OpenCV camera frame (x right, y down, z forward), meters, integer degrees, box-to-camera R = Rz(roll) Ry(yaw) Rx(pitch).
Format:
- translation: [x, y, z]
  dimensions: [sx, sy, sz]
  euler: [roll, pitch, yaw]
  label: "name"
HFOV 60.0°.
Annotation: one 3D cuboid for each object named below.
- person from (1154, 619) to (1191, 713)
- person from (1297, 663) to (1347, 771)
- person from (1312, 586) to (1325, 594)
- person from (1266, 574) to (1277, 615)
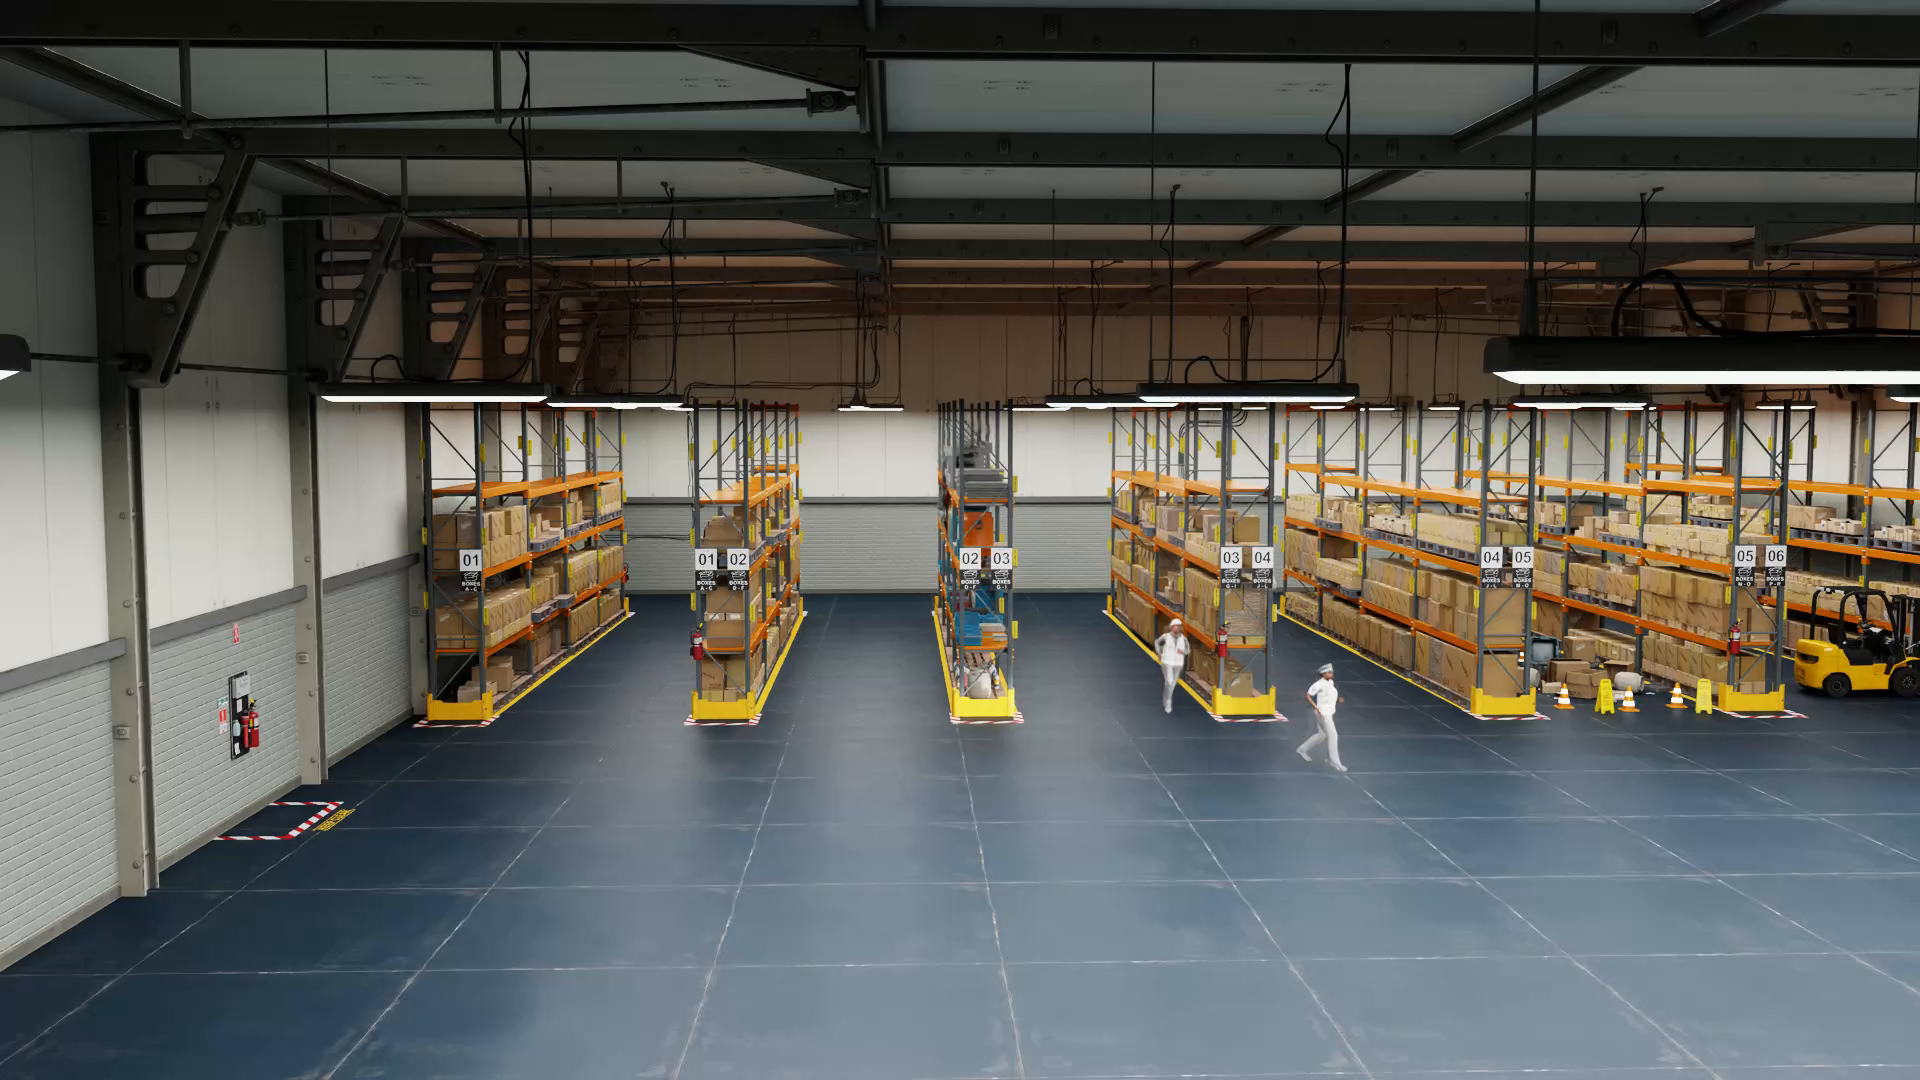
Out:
- translation: [4.113, 2.419, 32.147]
  dimensions: [0.637, 1.821, 0.725]
  euler: [-1, 4, -12]
  label: "person"
- translation: [5.882, 2.835, 26.914]
  dimensions: [0.861, 1.722, 0.564]
  euler: [3, 5, 32]
  label: "person"
- translation: [10.578, 1.182, 48.922]
  dimensions: [0.689, 1.724, 0.630]
  euler: [0, 4, -5]
  label: "person"
- translation: [8.135, 1.473, 44.639]
  dimensions: [0.707, 1.754, 0.672]
  euler: [1, 4, 8]
  label: "person"
